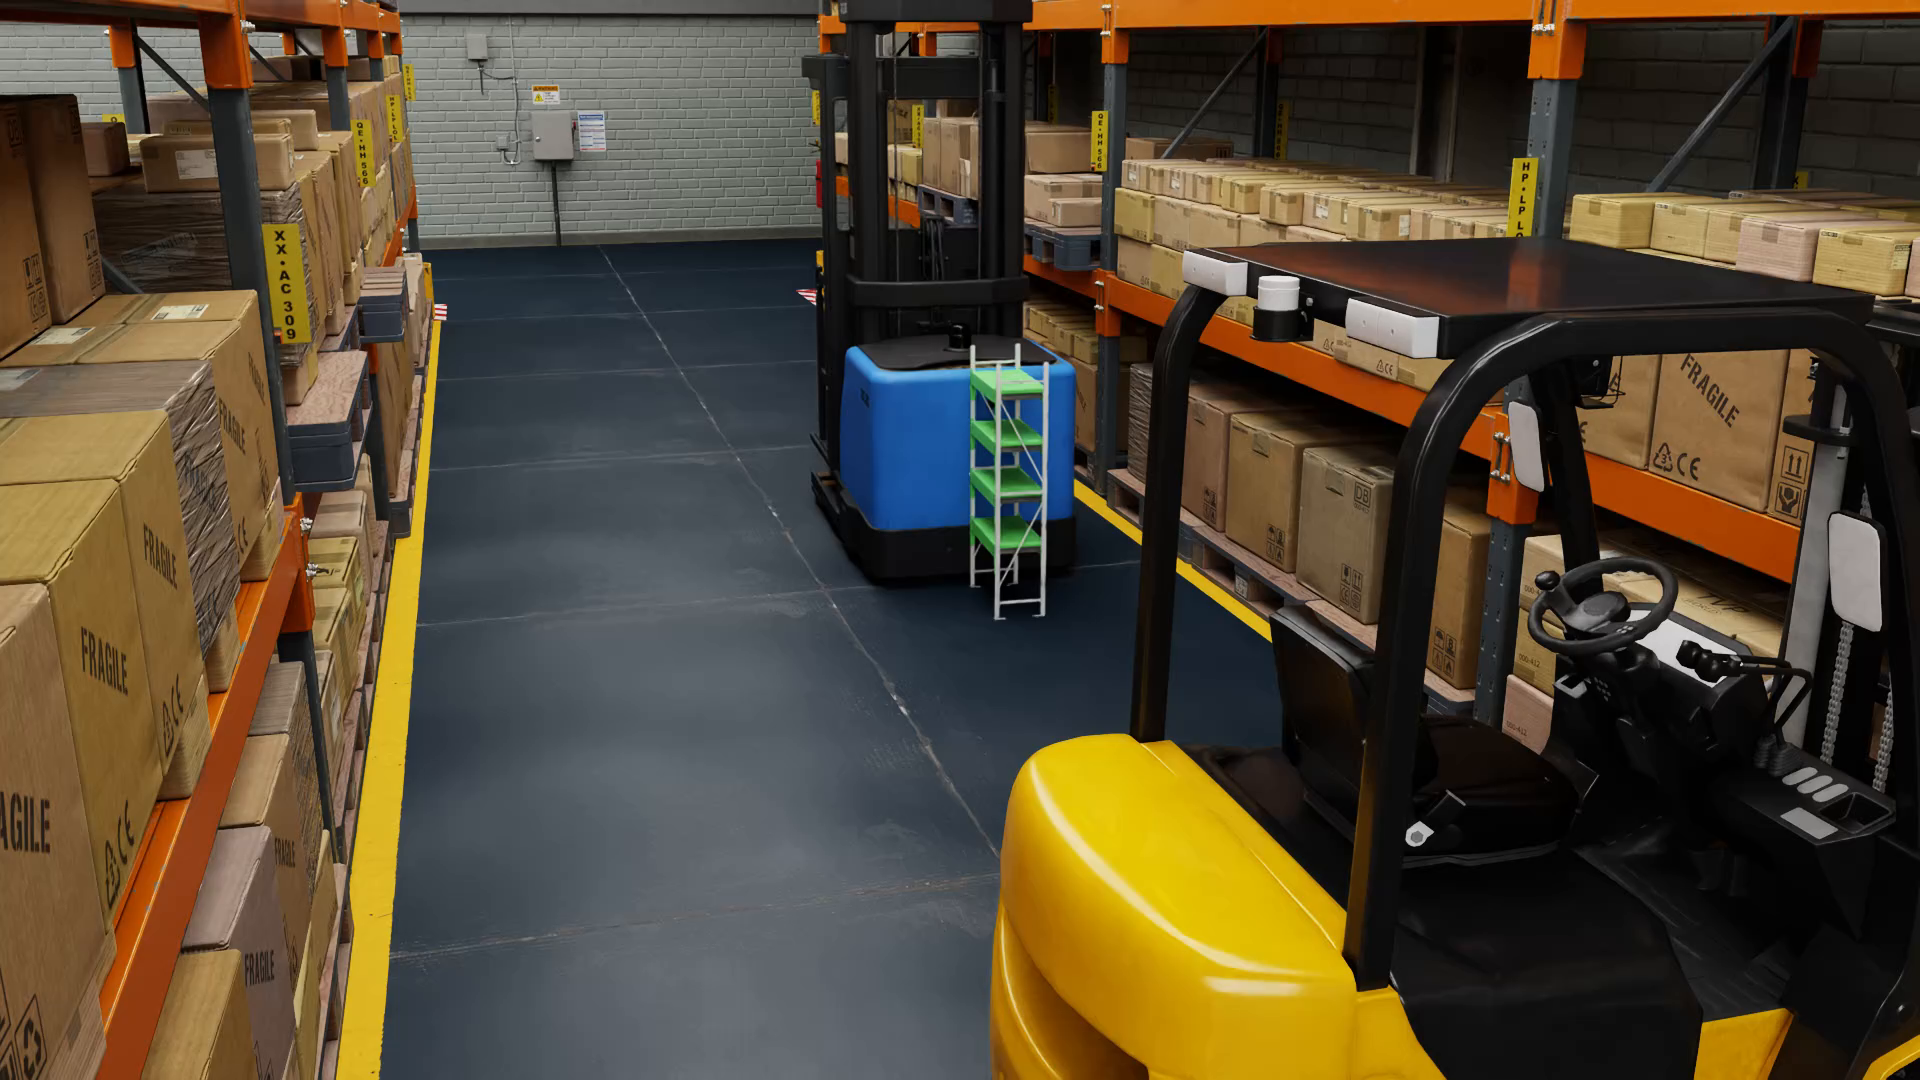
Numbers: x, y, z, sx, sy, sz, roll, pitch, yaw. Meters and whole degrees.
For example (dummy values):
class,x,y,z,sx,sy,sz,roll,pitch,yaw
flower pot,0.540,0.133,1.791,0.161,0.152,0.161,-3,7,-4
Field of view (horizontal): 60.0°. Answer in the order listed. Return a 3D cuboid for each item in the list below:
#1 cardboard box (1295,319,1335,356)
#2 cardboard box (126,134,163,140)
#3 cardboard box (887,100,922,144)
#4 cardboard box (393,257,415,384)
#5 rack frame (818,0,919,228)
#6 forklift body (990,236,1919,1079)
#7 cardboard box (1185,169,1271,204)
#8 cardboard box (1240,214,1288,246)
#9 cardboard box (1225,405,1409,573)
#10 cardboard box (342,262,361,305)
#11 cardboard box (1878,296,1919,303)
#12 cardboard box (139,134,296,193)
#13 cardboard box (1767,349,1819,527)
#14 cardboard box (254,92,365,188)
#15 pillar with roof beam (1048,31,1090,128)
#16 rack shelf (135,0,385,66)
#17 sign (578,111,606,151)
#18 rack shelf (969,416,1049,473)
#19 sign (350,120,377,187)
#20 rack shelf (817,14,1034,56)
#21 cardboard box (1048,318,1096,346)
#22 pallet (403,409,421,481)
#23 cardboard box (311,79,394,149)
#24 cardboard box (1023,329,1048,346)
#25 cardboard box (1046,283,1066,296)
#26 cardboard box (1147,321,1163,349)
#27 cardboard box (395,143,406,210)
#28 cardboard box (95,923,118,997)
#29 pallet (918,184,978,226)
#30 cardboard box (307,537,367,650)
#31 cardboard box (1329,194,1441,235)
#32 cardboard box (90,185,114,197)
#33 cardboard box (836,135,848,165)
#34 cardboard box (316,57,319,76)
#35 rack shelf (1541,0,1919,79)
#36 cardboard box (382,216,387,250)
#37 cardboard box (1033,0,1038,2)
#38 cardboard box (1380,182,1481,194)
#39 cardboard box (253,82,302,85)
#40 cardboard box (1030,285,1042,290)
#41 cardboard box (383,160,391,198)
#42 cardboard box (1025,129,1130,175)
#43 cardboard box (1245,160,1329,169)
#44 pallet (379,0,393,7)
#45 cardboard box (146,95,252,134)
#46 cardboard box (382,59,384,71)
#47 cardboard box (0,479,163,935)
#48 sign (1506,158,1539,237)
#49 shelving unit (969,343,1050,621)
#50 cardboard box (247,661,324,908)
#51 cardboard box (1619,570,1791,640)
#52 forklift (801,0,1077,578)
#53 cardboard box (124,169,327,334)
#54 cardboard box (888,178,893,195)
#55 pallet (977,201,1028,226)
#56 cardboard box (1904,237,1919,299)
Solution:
class,x,y,z,sx,sy,sz,roll,pitch,yaw
cardboard box,1.756,-0.963,7.203,0.500,0.250,0.500,-5,17,-15
cardboard box,-3.573,-1.599,7.640,0.500,0.500,0.500,-5,17,-17
cardboard box,-0.623,-3.825,14.911,0.500,0.500,0.500,-4,17,-14
cardboard box,-4.326,-1.475,11.612,0.875,0.875,0.875,-4,17,-14
rack frame,-0.902,-3.957,16.910,1.000,3.000,0.127,-5,17,-15
forklift body,1.220,0.495,3.564,2.313,2.155,1.214,-5,17,-15
cardboard box,1.355,-1.777,8.351,0.380,0.149,0.250,-4,17,-15
cardboard box,1.612,-1.345,7.608,0.500,0.250,0.500,-4,17,-14
cardboard box,1.828,-0.268,8.027,0.875,0.625,0.625,-5,18,-18
cardboard box,-2.752,-1.079,7.037,0.380,0.149,0.250,-4,17,-14
cardboard box,2.555,-0.530,4.203,0.380,0.149,0.250,-5,18,-17
cardboard box,-2.164,-1.104,4.865,0.380,0.149,0.250,-5,17,-15
cardboard box,2.567,-0.259,4.426,0.500,0.500,0.500,-5,17,-16
cardboard box,-3.521,-2.169,9.047,0.500,0.500,0.500,-5,17,-15
pillar with roof beam,-3.266,-5.647,12.109,9.100,9.000,0.400,-5,17,-15
rack shelf,-4.024,-2.995,9.747,1.077,0.370,4.000,-5,17,-15
sign,-4.767,-5.297,21.539,0.329,0.494,0.001,-5,17,-15
rack shelf,0.223,-0.447,7.744,0.258,0.148,0.480,-4,17,-13
sign,-2.955,-1.912,8.229,0.100,0.325,0.005,-5,17,-15
rack shelf,-0.352,-4.495,14.740,1.077,0.370,4.000,-5,17,-15
cardboard box,0.783,-1.324,10.634,0.380,0.149,0.250,-5,18,-17
pallet,-3.950,-0.576,10.501,1.003,0.211,1.213,-5,17,-15
cardboard box,-4.472,-3.134,12.260,0.500,0.500,0.500,-5,17,-15
cardboard box,0.700,-1.131,11.120,0.500,0.500,0.500,-4,17,-13
cardboard box,0.848,-1.798,12.210,0.380,0.149,0.250,-4,17,-14
cardboard box,1.406,-1.303,10.563,0.380,0.149,0.250,-4,17,-14
cardboard box,-4.585,-2.795,12.867,0.500,0.500,0.500,-5,17,-15
cardboard box,-1.377,0.581,2.239,0.380,0.149,0.250,-4,17,-14
pallet,0.312,-2.528,12.489,1.003,0.211,1.213,-5,17,-15
cardboard box,-2.915,0.278,6.650,0.950,0.372,0.625,-4,17,-13
cardboard box,1.772,-1.354,6.945,0.380,0.149,0.250,-5,17,-17
cardboard box,-2.723,-0.745,4.797,0.500,0.500,0.500,-5,17,-16
cardboard box,-0.897,-3.741,15.936,0.500,0.250,0.500,-5,17,-15
cardboard box,-5.337,-3.779,13.281,0.380,0.149,0.250,-5,17,-15
rack shelf,2.946,-1.176,3.690,1.077,0.370,4.000,-5,17,-15
cardboard box,-3.949,-1.999,10.652,0.500,0.250,0.500,-5,17,-17
cardboard box,0.646,-3.509,10.465,0.500,0.250,0.500,-5,17,-15
cardboard box,2.132,-1.535,7.548,0.380,0.149,0.250,-5,17,-15
cardboard box,-4.729,-2.839,11.277,0.500,0.500,0.500,-4,17,-15
cardboard box,0.394,-1.757,12.075,0.380,0.149,0.250,-5,17,-15
cardboard box,-4.074,-2.384,11.066,0.500,0.250,0.500,-4,17,-14
cardboard box,0.671,-2.431,10.922,0.797,0.503,0.637,-5,17,-17
cardboard box,1.760,-1.965,8.977,0.380,0.149,0.250,-4,17,-14
pallet,-5.120,-4.415,13.375,1.003,0.211,1.213,-5,17,-15
cardboard box,-3.868,-1.999,8.482,0.500,0.500,0.500,-5,17,-17
cardboard box,-4.617,-3.612,12.725,0.380,0.149,0.250,-5,17,-16
cardboard box,-1.426,0.235,2.263,0.500,0.500,0.500,-5,17,-16
sign,1.877,-1.108,5.553,0.100,0.325,0.005,-5,17,-15
shelving unit,0.223,-0.279,7.794,0.258,1.200,0.503,-4,17,-13
cardboard box,-1.955,0.655,4.303,0.500,0.500,0.500,-5,17,-16
cardboard box,2.358,0.300,5.049,0.500,0.250,0.500,-5,17,-15
forklift,-0.251,-1.602,9.190,1.130,2.935,3.031,-4,17,-13
cardboard box,-2.367,-0.926,5.400,0.500,0.500,0.500,-5,17,-15
cardboard box,-0.463,-3.081,14.433,0.380,0.149,0.250,-5,17,-16
pallet,0.758,-2.189,11.360,1.003,0.211,1.213,-5,17,-15
cardboard box,2.629,-0.677,4.172,0.380,0.149,0.250,-5,17,-15
